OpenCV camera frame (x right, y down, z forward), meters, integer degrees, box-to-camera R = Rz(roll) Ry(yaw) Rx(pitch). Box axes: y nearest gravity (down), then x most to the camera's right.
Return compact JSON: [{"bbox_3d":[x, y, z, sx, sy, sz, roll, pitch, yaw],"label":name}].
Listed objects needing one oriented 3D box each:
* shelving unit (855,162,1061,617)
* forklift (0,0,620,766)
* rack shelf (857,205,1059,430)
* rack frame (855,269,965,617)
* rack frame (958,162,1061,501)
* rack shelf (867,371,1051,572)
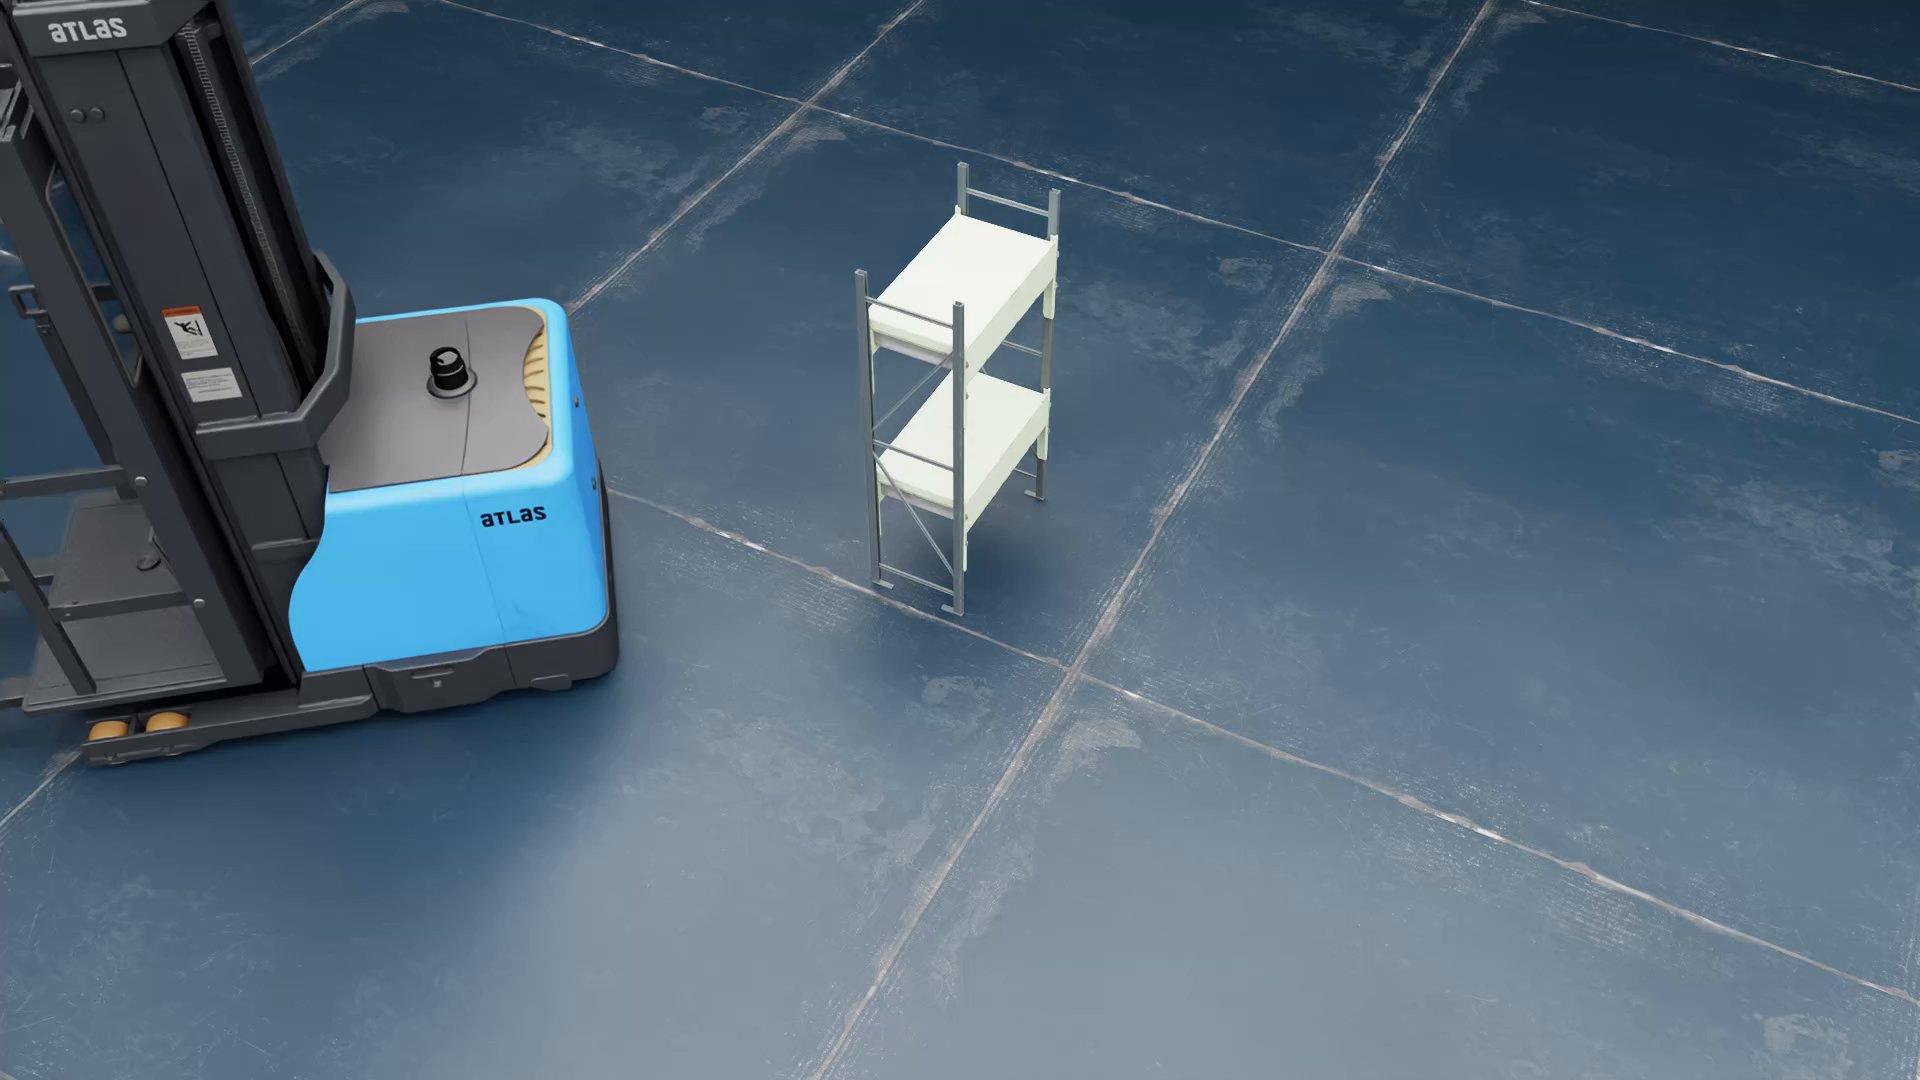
[{"bbox_3d":[0.003,-0.531,6.221,0.431,1.500,0.755,20,49,19],"label":"shelving unit"},{"bbox_3d":[-2.844,-0.639,5.321,3.031,2.935,1.130,-8,46,-8],"label":"forklift"},{"bbox_3d":[0.003,-0.806,5.943,0.431,0.370,0.720,20,49,19],"label":"rack shelf"},{"bbox_3d":[-0.167,-0.301,5.993,0.400,1.500,0.023,20,49,19],"label":"rack frame"},{"bbox_3d":[0.173,-0.762,6.449,0.400,1.500,0.023,20,49,19],"label":"rack frame"},{"bbox_3d":[0.003,-0.302,6.453,0.431,0.370,0.720,20,49,19],"label":"rack shelf"}]
